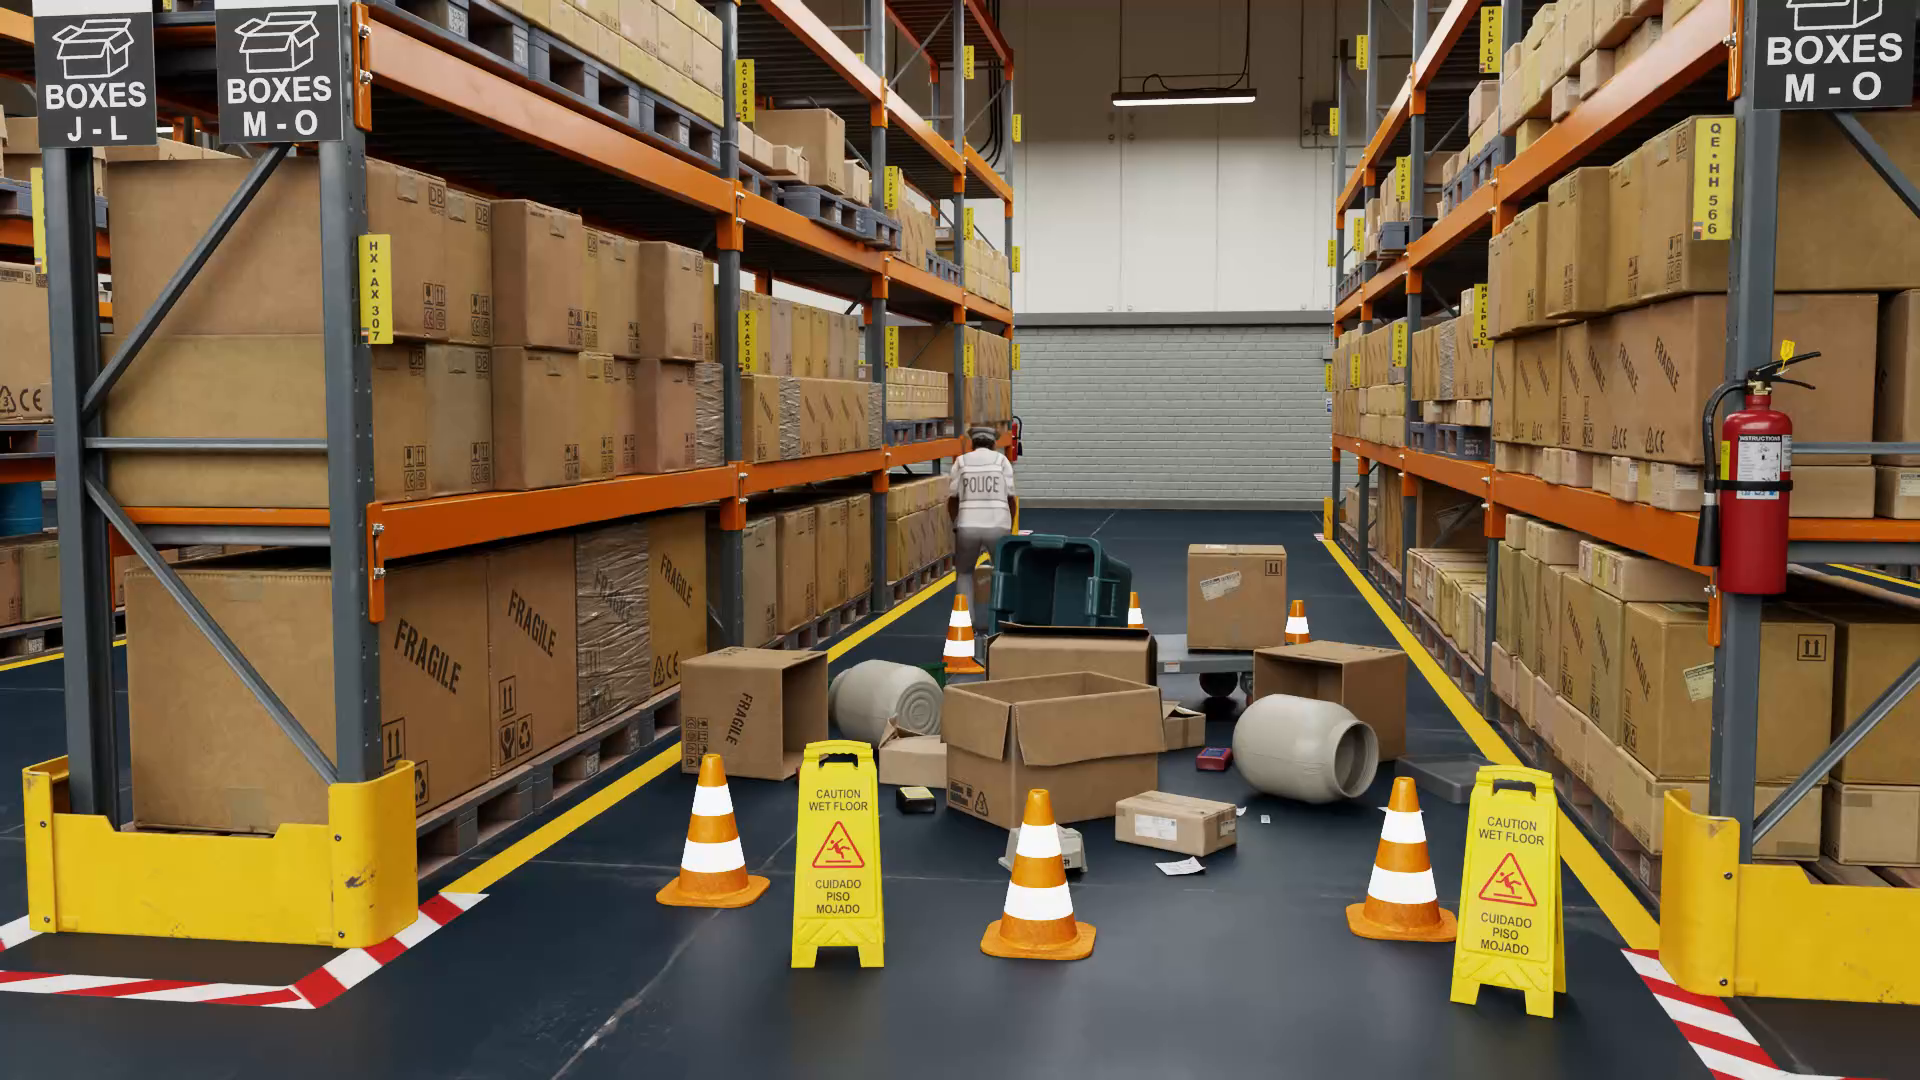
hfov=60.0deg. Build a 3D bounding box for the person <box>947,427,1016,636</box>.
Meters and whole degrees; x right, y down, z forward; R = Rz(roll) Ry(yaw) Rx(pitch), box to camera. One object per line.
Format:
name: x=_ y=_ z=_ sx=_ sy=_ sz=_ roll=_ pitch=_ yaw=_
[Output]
person: x=0.148 y=-0.053 z=11.742 sx=0.490 sy=1.487 sz=0.628 roll=1 pitch=5 yaw=9
